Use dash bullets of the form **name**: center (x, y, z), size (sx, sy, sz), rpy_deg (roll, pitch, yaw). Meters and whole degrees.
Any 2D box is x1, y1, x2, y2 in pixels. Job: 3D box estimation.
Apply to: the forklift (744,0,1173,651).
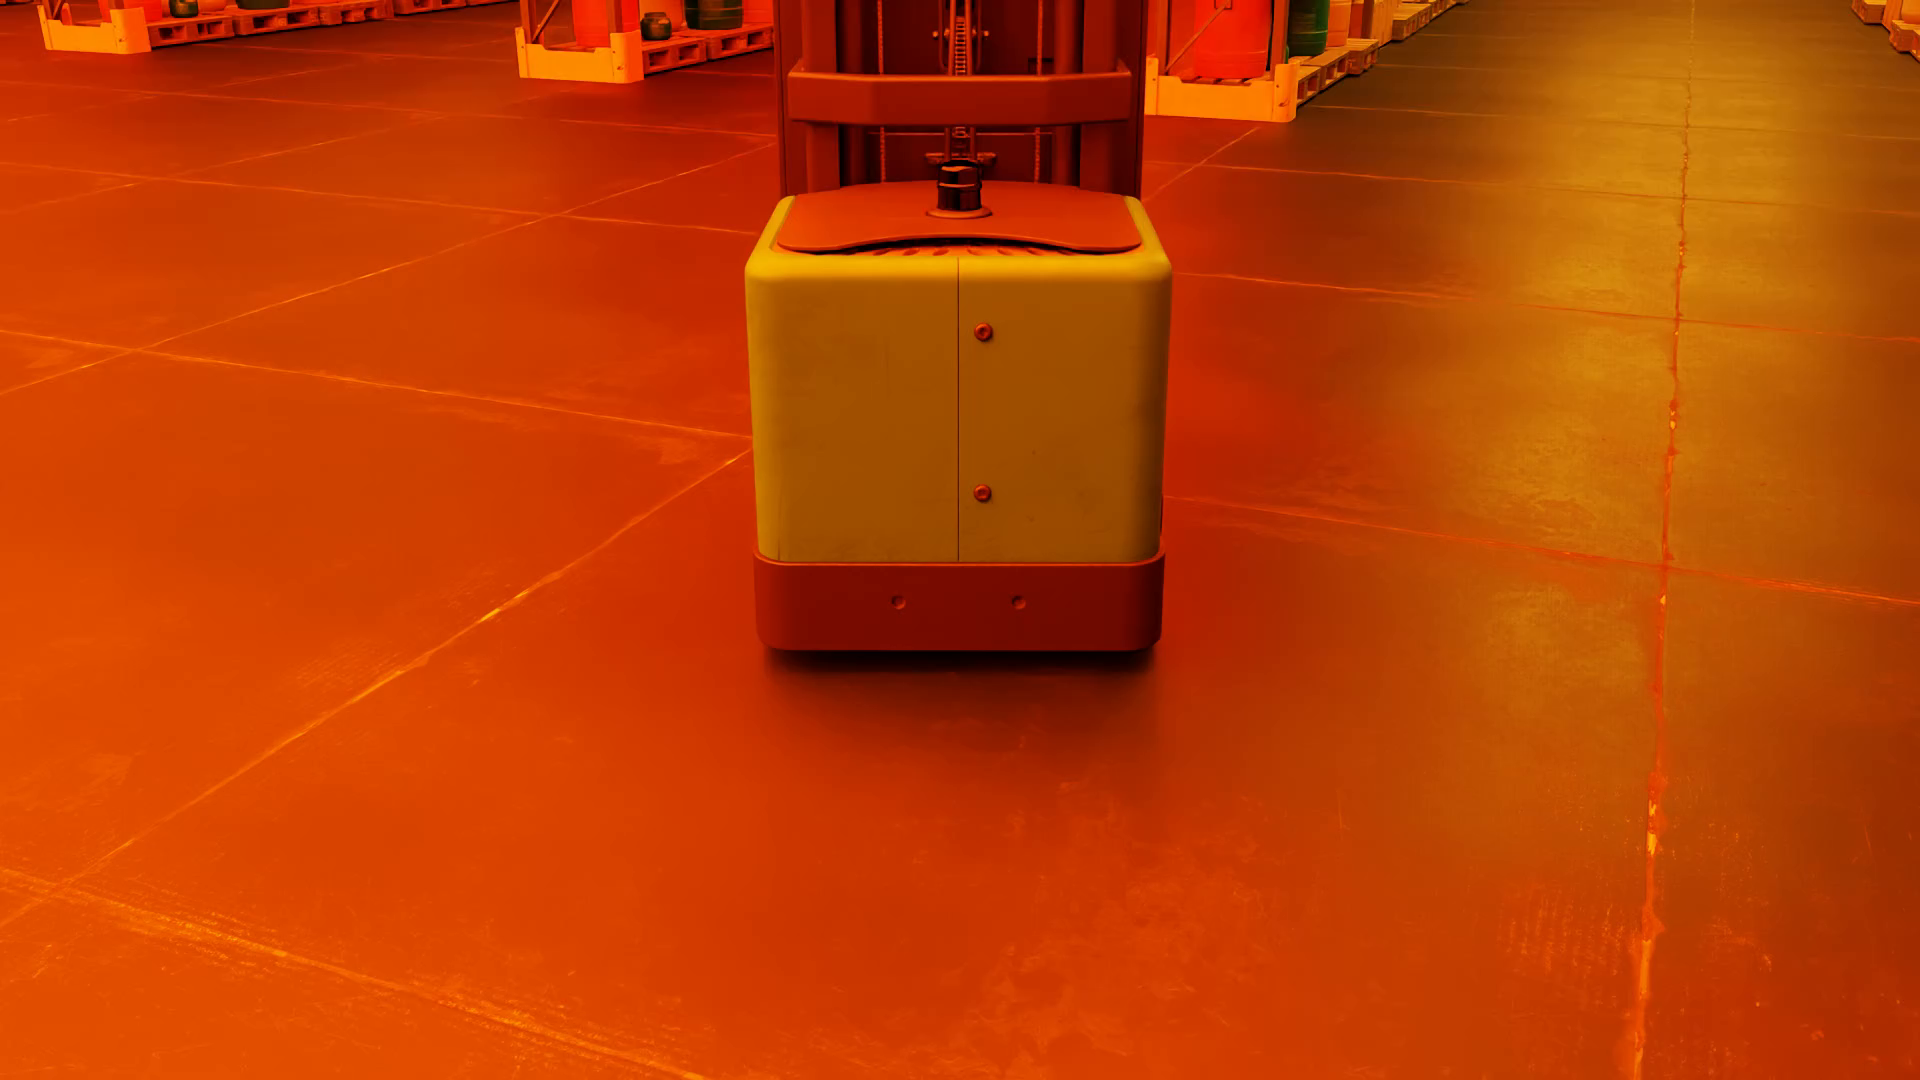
- **forklift**: center (0.002, -1.587, 5.089), size (1.130, 2.935, 3.031), rpy_deg (0, 23, 0)
